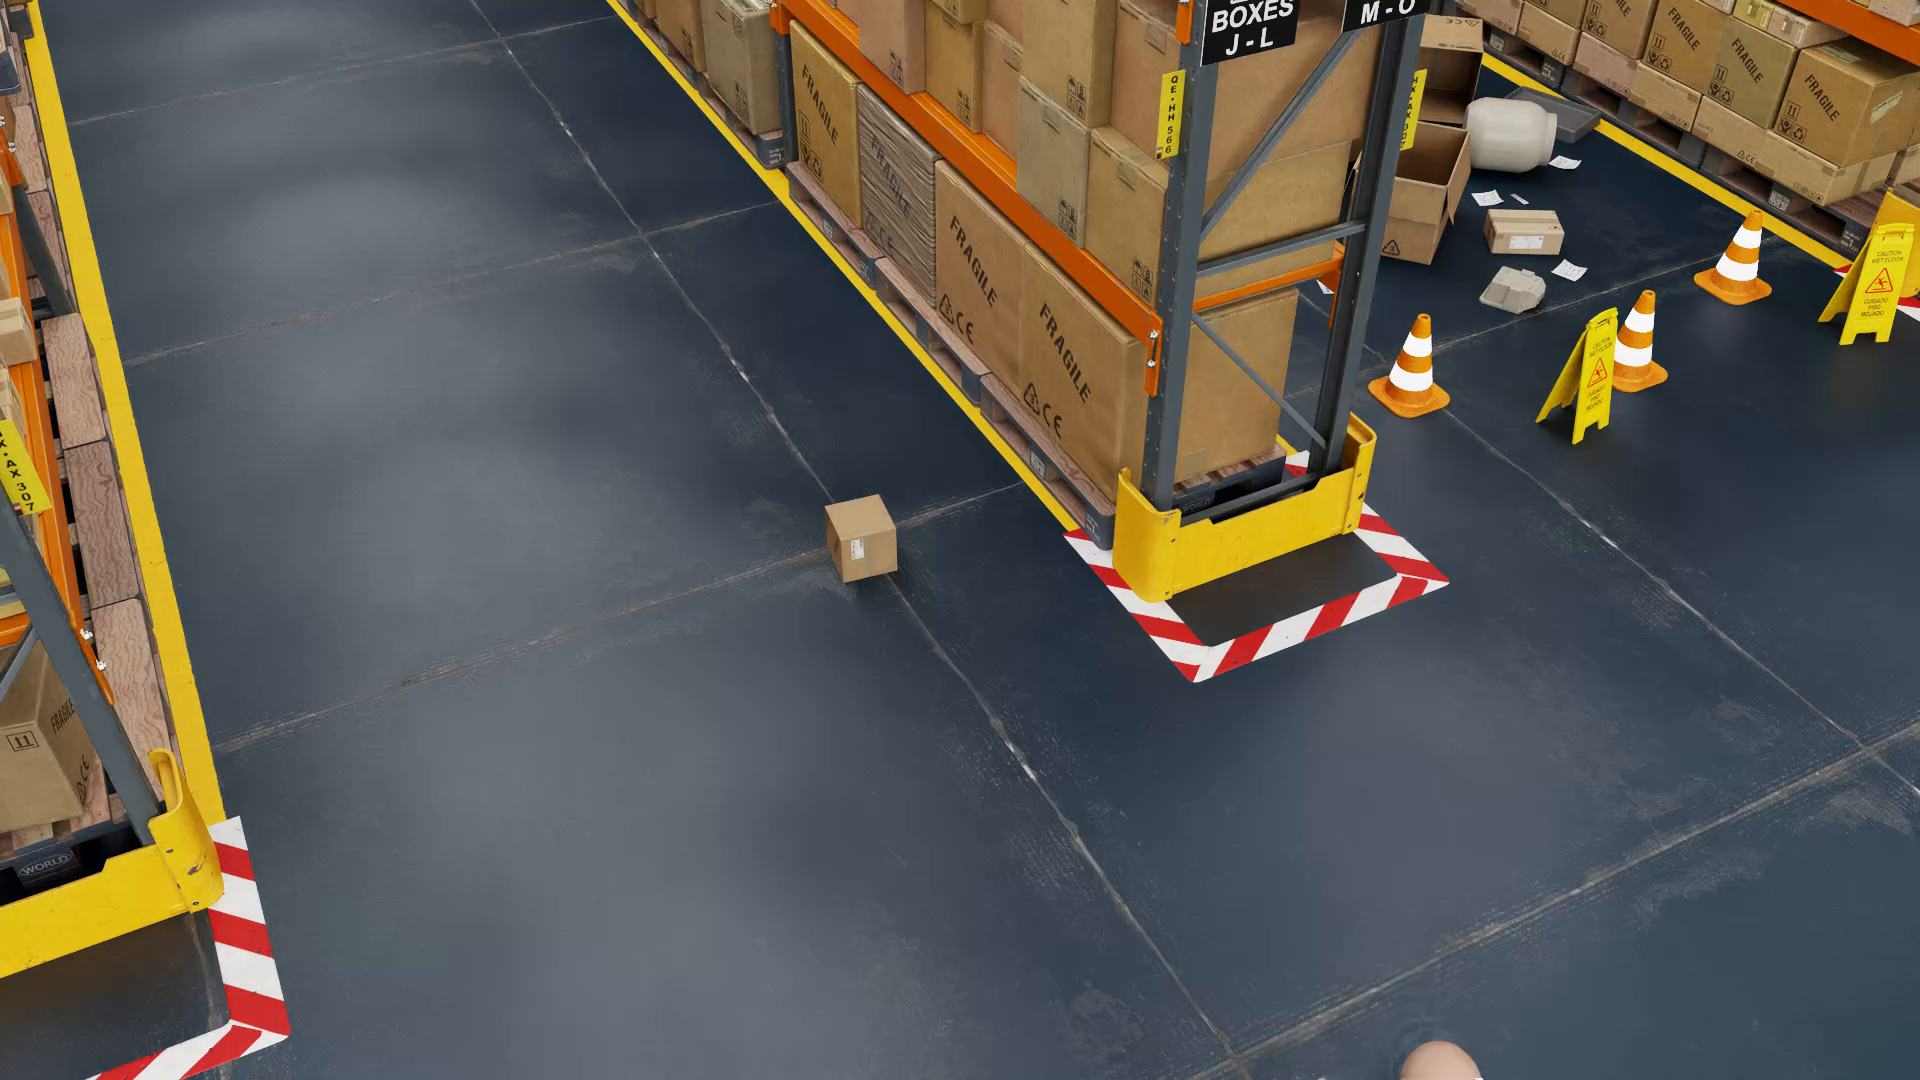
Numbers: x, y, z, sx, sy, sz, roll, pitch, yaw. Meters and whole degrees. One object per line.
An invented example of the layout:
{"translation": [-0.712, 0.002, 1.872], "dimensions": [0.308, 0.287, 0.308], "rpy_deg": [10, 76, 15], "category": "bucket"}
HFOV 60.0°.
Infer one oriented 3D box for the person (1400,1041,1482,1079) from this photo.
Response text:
{"translation": [1.064, 1.849, 4.001], "dimensions": [0.622, 1.723, 1.071], "rpy_deg": [-12, 42, -13], "category": "person"}
